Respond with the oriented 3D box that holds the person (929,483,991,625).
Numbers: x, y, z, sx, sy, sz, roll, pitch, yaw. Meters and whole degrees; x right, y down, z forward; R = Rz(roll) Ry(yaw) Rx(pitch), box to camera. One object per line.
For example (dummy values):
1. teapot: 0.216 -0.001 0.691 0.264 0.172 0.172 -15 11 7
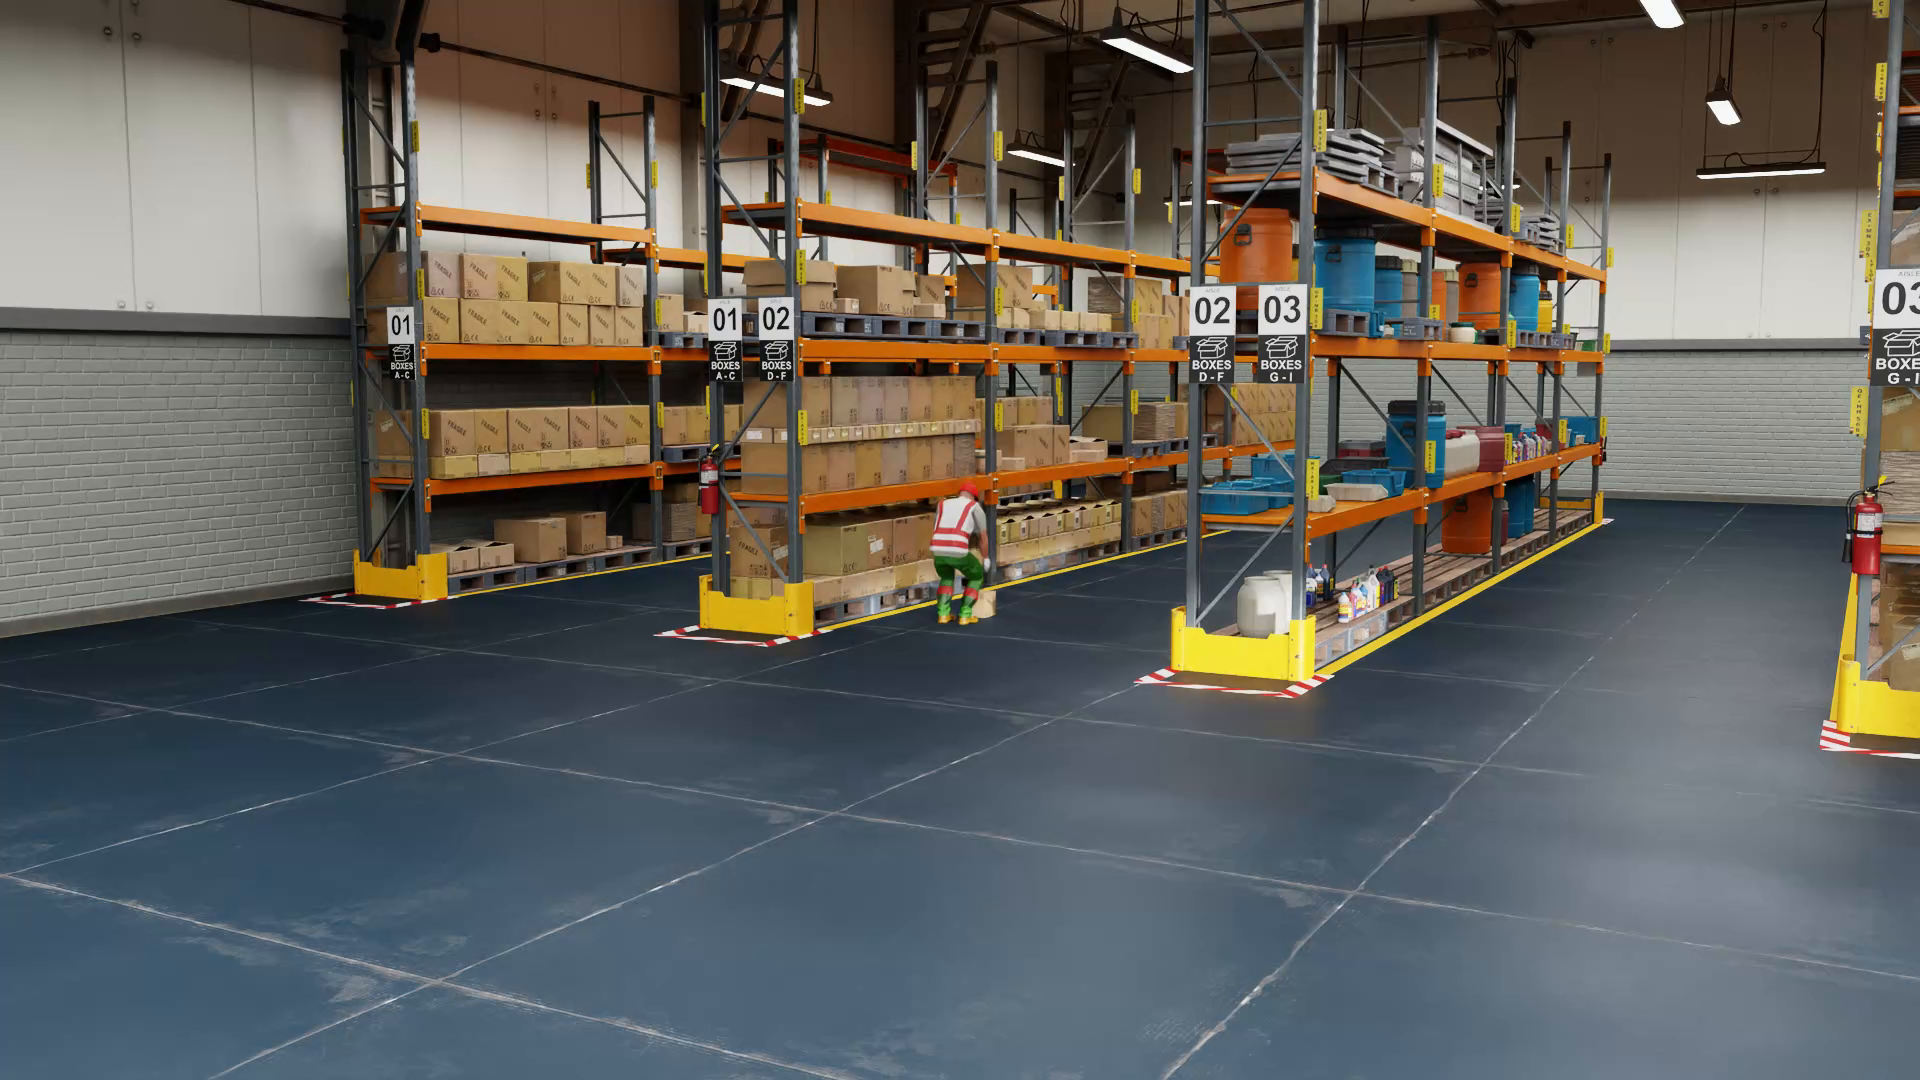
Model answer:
1. person: -0.032 0.131 16.686 0.584 1.381 0.782 3 7 29
